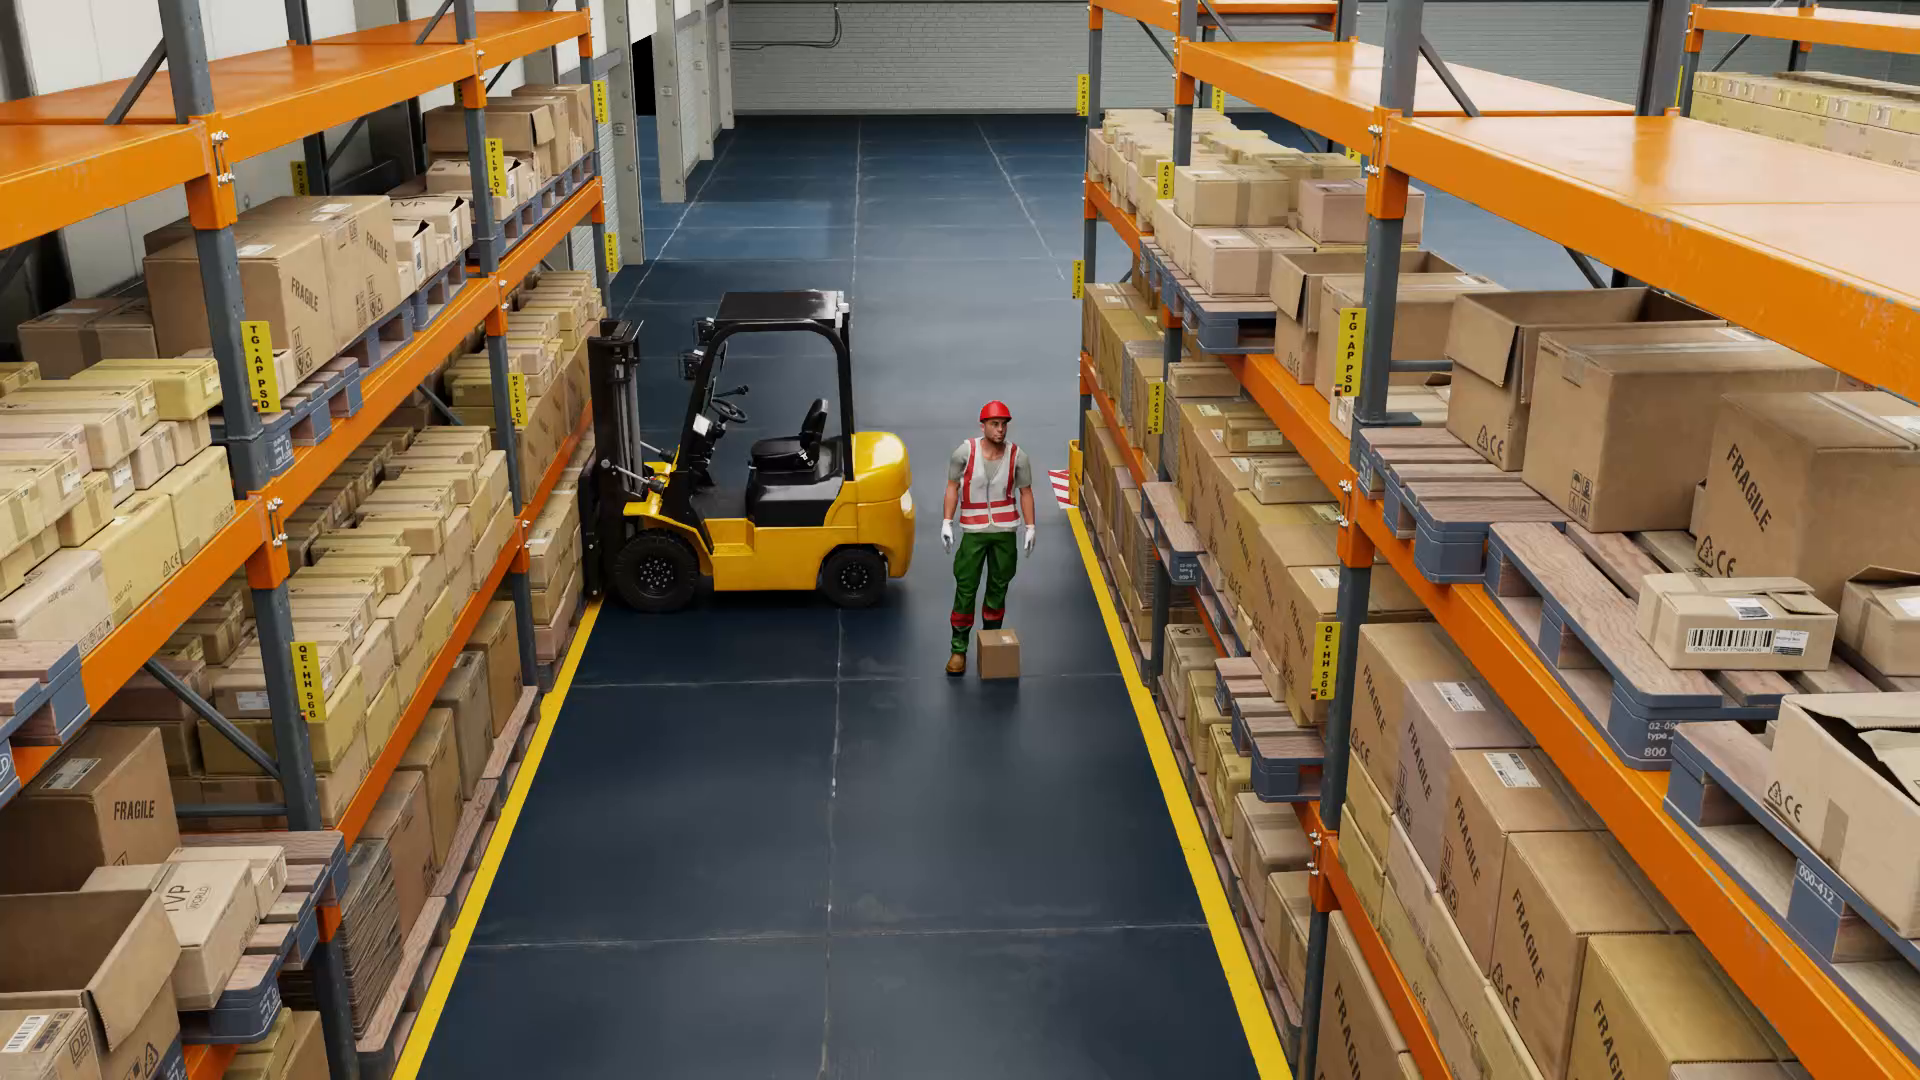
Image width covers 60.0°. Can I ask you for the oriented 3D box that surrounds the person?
[{"bbox_3d":[0.194,-0.029,11.091,0.638,1.787,0.564,-2,20,-5],"label":"person"}]
